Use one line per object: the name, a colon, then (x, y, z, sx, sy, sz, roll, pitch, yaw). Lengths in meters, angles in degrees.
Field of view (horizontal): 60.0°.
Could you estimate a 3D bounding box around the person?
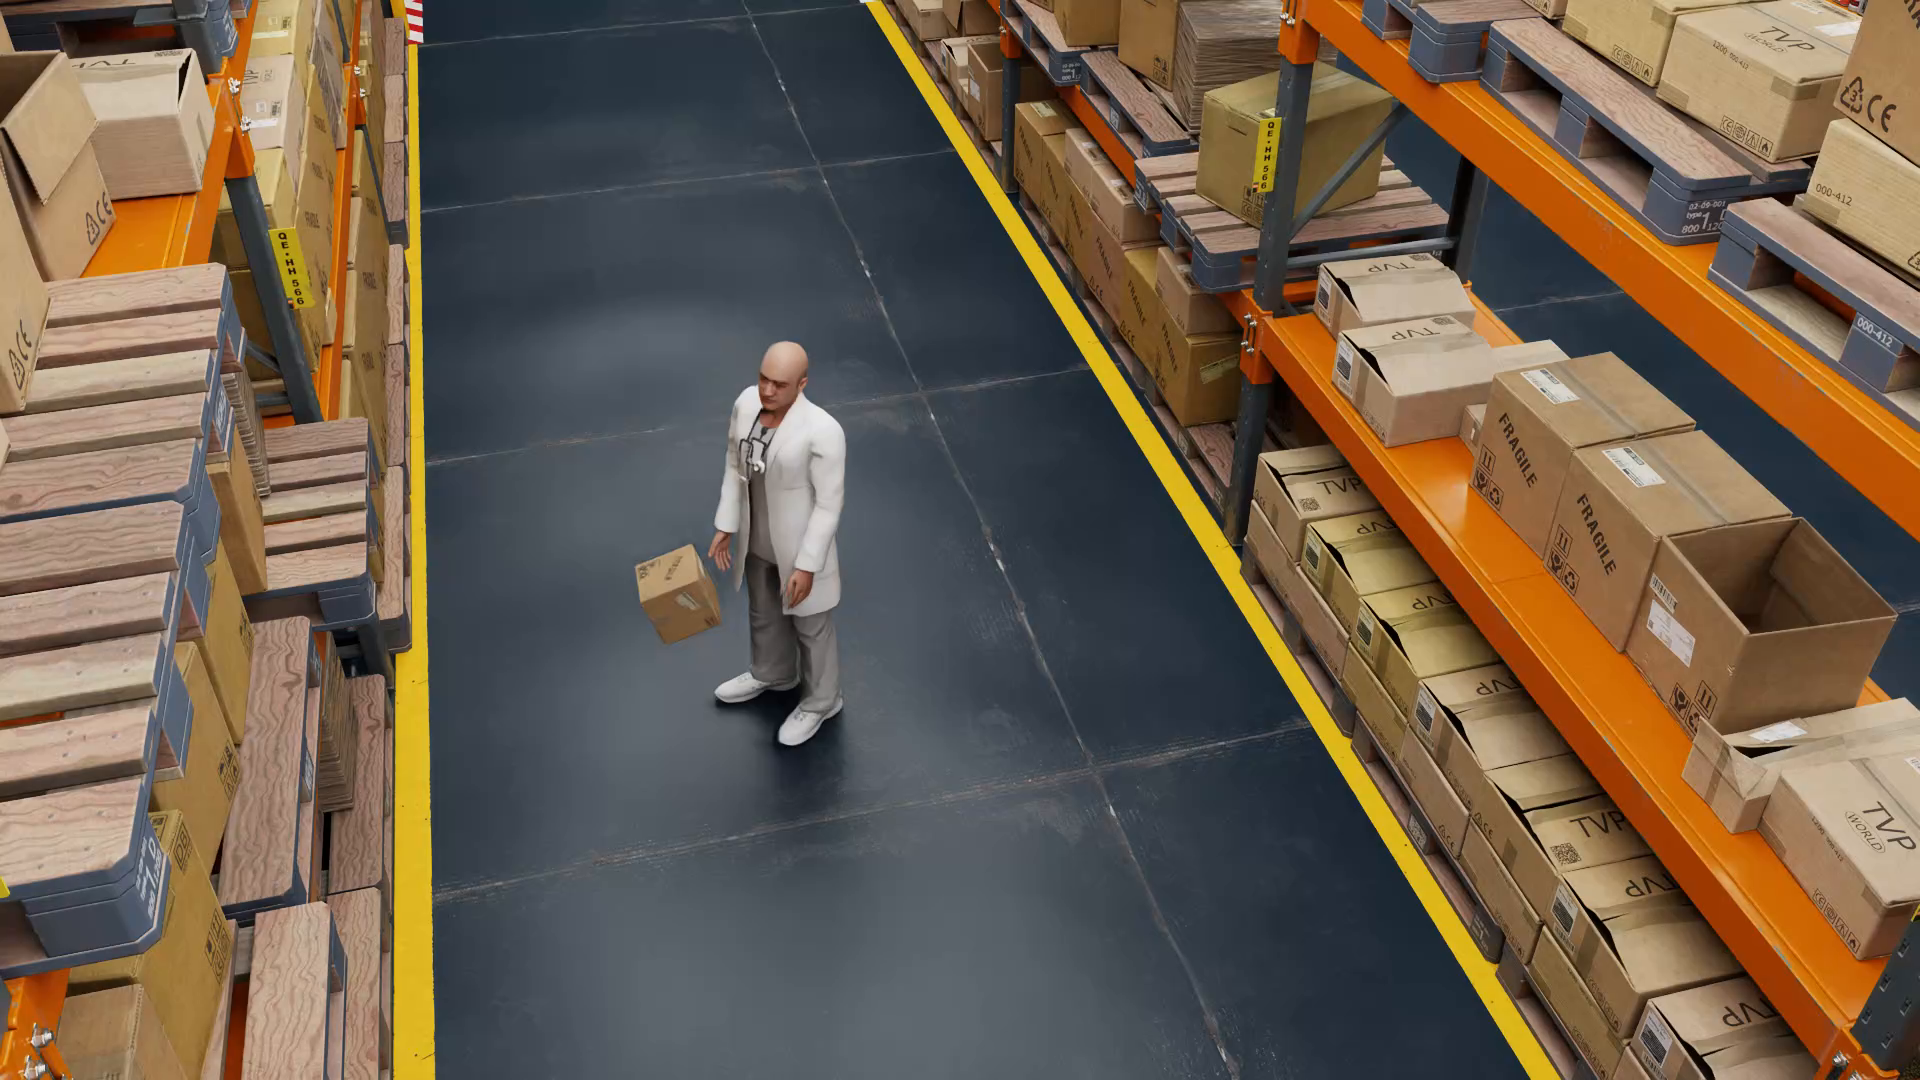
person: (-0.735, 0.025, 6.663, 0.622, 1.791, 0.422, 26, 45, 30)
